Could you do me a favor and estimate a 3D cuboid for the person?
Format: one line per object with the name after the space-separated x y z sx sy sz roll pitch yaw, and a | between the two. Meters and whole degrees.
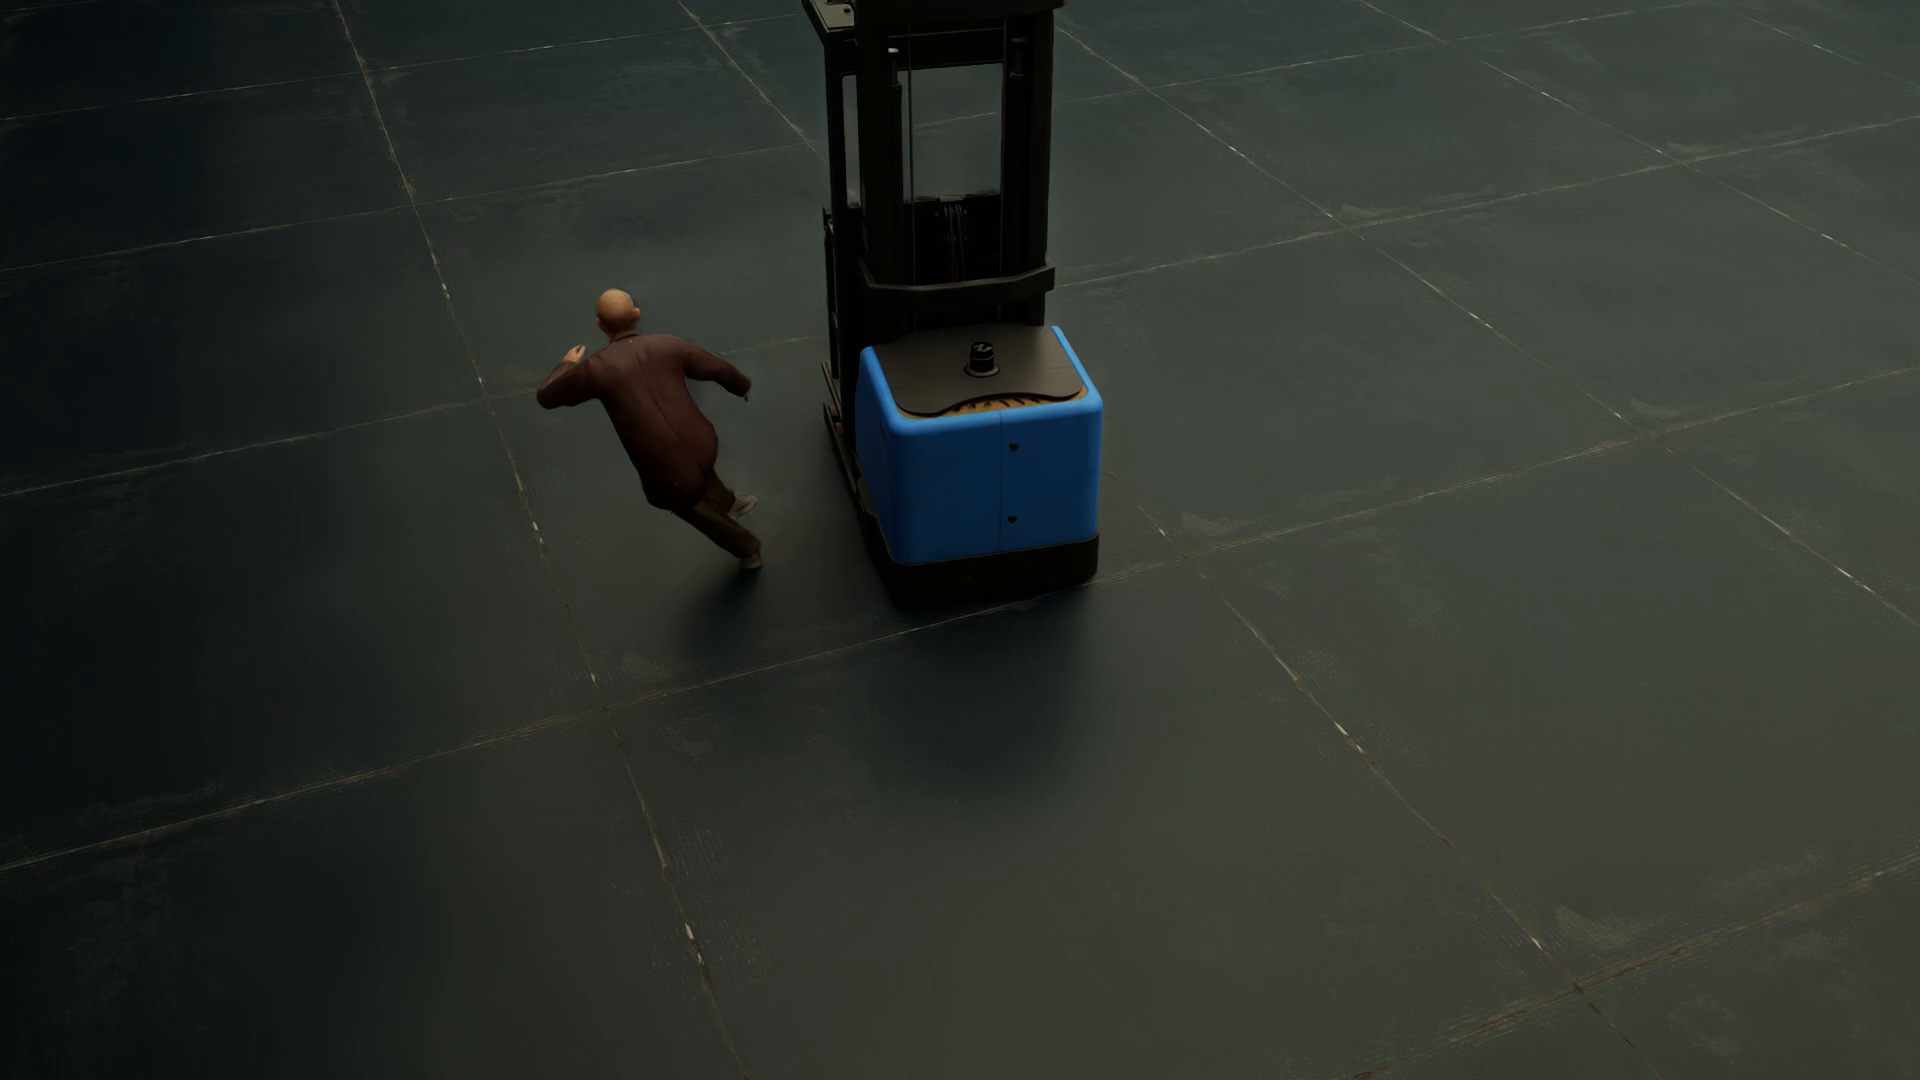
-1.466 -0.538 8.067 1.018 1.535 0.918 -26 43 -32 | person

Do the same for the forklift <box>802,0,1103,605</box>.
-0.154 -1.731 8.533 1.130 2.935 3.031 -8 36 -11 | forklift
